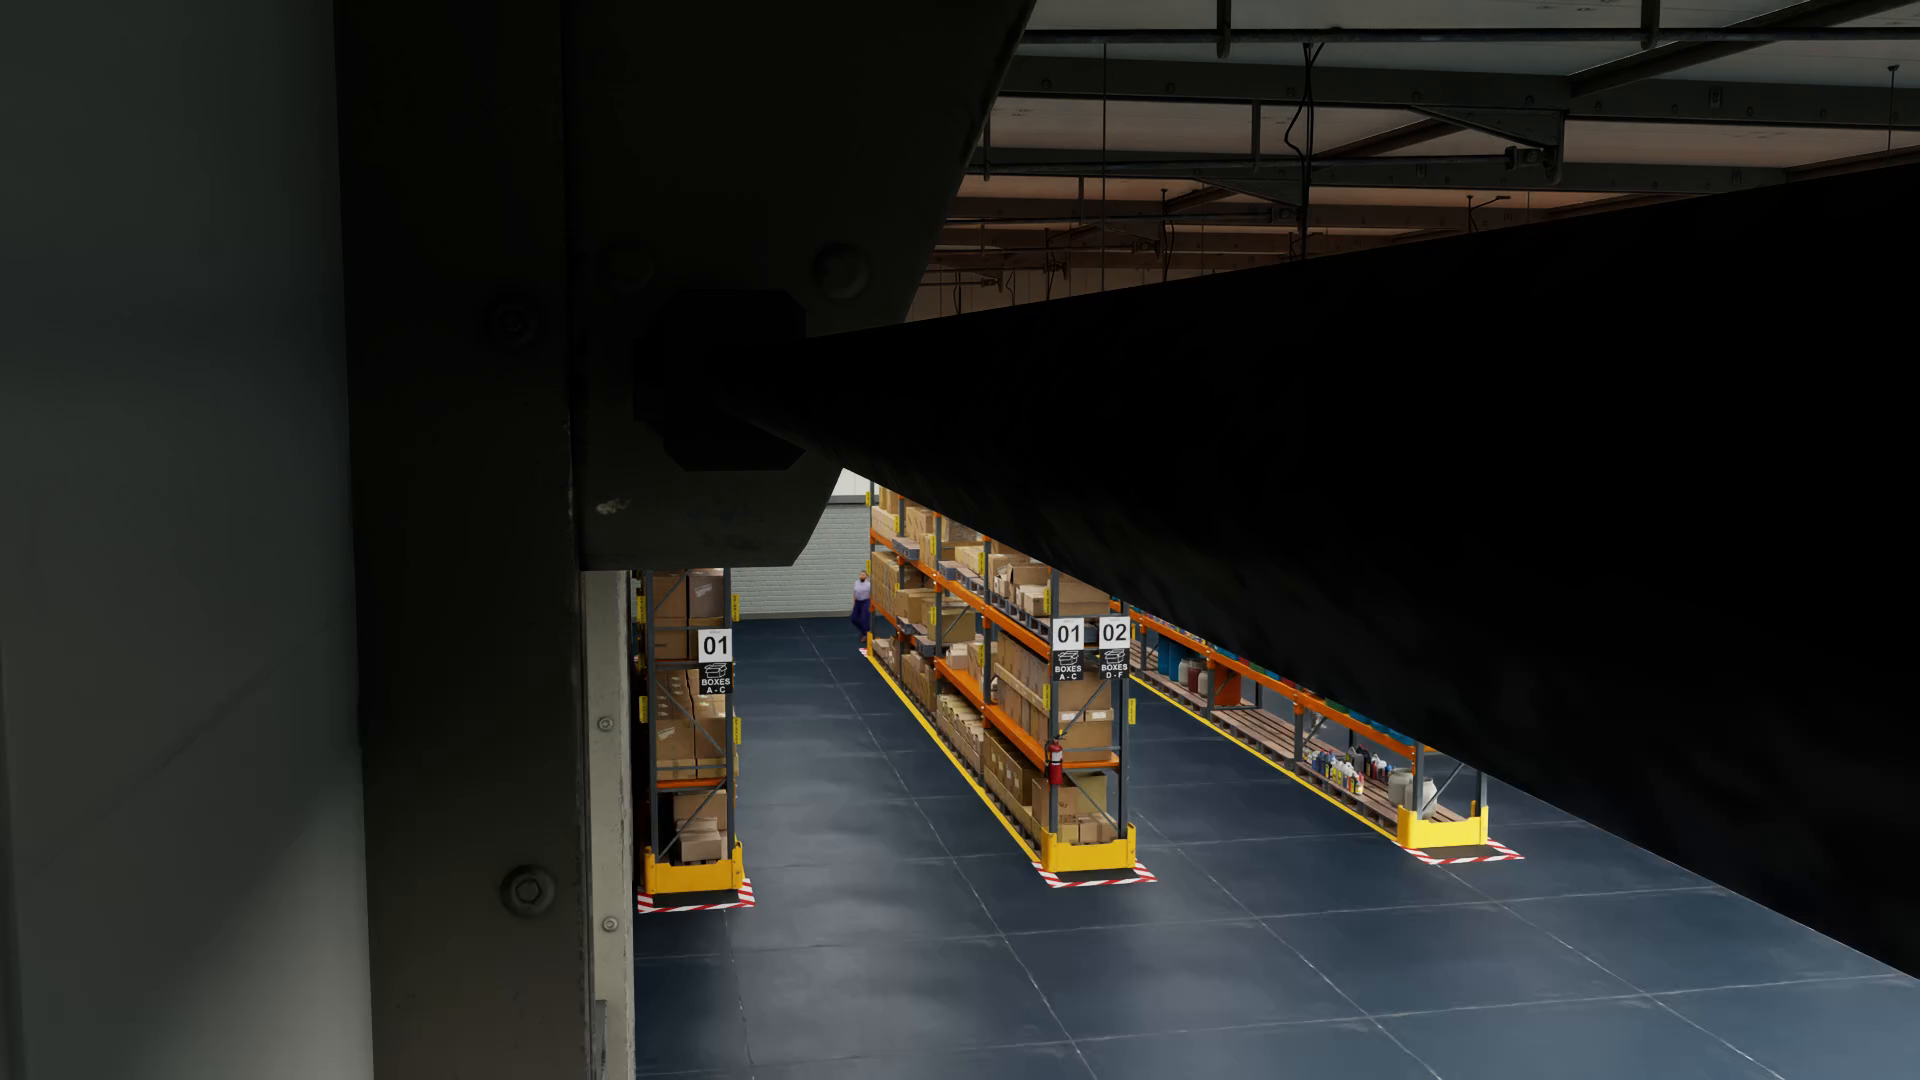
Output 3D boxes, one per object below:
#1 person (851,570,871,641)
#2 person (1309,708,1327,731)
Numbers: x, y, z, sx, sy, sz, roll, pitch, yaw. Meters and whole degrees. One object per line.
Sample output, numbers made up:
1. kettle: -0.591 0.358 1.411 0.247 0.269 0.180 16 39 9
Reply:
1. person: -2.237 1.501 38.305 0.489 1.637 0.476 4 7 32
2. person: 6.160 2.531 28.829 0.436 1.597 0.441 2 6 18
